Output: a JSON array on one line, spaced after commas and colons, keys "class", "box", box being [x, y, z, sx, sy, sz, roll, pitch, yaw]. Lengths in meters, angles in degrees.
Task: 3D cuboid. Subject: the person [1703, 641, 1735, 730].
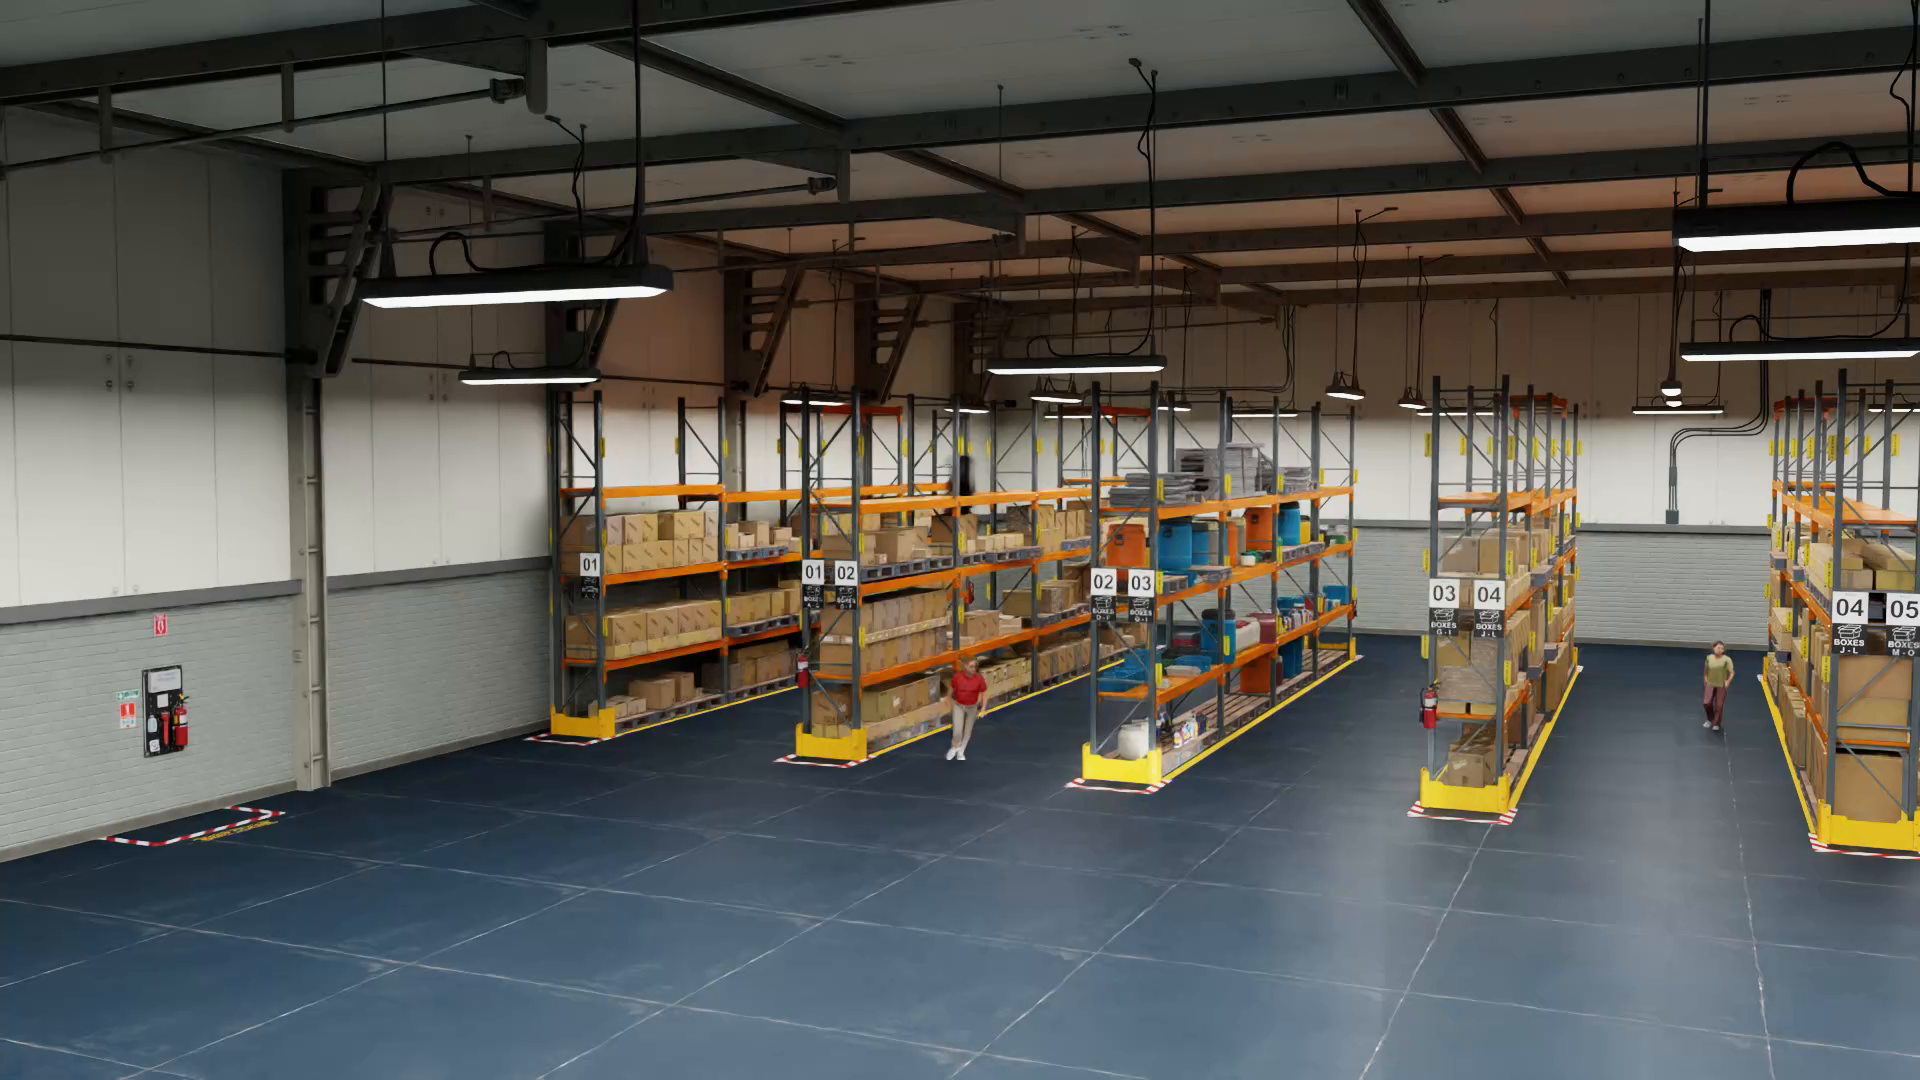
[{"class": "person", "box": [13.306, 2.568, 29.211, 0.562, 1.619, 0.729, 2, 4, 32]}]

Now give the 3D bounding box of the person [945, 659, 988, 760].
[{"class": "person", "box": [0.106, 2.699, 26.472, 0.640, 1.666, 0.731, -1, 3, -10]}]
